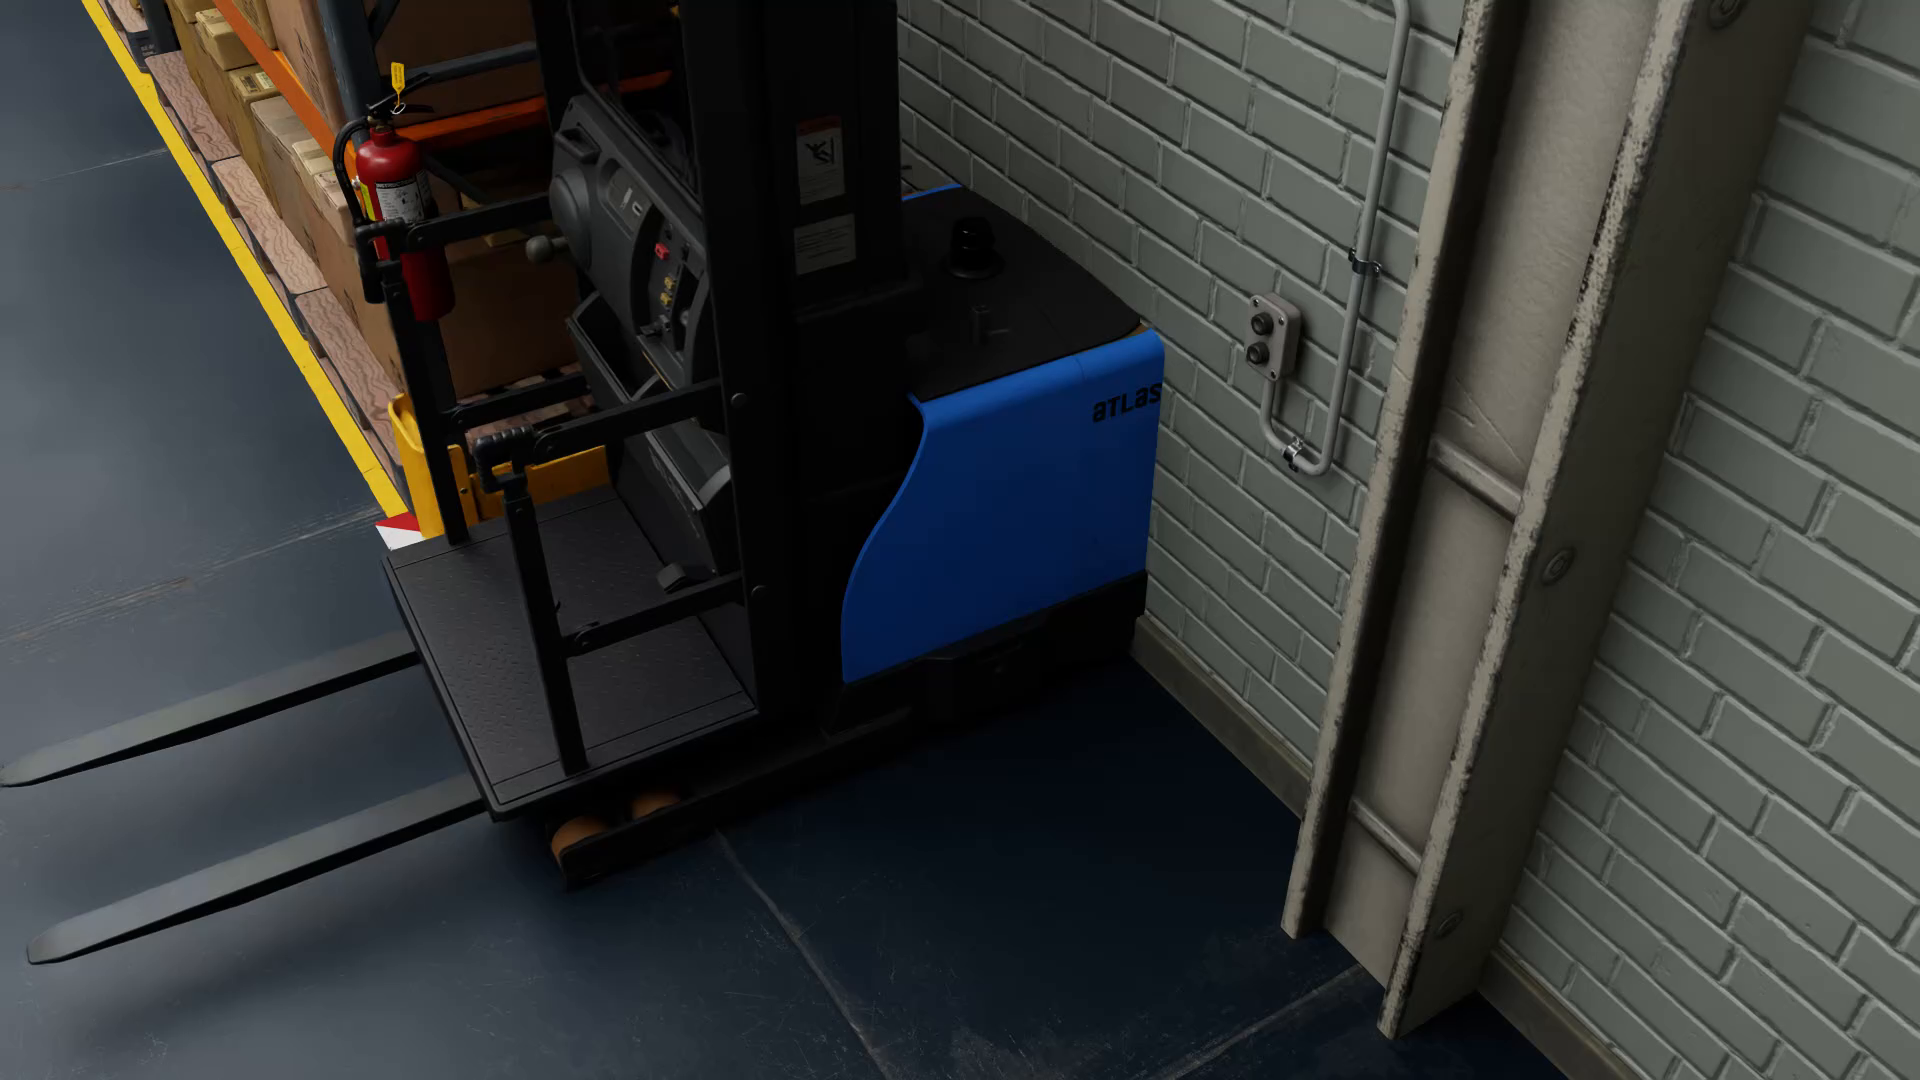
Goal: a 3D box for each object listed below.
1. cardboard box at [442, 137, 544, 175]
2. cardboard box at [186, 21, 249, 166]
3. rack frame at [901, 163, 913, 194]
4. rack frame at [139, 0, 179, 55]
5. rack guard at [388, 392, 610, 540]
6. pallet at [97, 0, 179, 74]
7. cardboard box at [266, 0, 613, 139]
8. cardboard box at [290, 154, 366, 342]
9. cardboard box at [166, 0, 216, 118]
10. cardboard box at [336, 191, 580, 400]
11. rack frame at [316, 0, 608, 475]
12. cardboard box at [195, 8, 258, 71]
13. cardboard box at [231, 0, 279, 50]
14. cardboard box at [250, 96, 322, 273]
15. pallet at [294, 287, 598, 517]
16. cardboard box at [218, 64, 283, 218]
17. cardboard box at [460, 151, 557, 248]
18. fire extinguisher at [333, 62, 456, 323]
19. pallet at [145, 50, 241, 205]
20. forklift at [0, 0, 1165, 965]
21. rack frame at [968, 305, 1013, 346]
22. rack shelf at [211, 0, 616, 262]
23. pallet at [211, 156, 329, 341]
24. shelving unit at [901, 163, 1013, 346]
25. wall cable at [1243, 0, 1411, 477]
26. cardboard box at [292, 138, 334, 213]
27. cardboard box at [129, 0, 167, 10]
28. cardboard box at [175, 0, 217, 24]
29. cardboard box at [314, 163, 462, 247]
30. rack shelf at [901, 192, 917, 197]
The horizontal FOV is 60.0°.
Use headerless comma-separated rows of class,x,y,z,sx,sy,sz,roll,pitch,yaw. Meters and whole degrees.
cardboard box,-1.654,-1.377,5.677,0.380,0.149,0.250,-22,45,-24
cardboard box,-2.724,-1.957,6.880,0.700,0.500,0.500,-23,45,-25
rack frame,-0.363,-0.682,5.193,0.500,1.125,0.032,-16,40,-30
rack frame,-3.307,-3.467,7.068,1.000,3.000,0.127,-22,45,-24
rack guard,-1.144,-0.335,5.262,1.175,0.500,0.348,-22,45,-24
pallet,-3.786,-2.787,8.429,1.003,0.211,1.213,-22,45,-24
cardboard box,-1.439,-1.695,4.707,0.980,0.700,0.700,-20,44,-23
cardboard box,-1.886,-1.123,5.879,0.700,0.500,0.500,-22,45,-25
cardboard box,-2.992,-2.229,7.207,0.700,0.500,0.500,-22,44,-24
cardboard box,-1.617,-0.853,5.555,0.700,0.500,0.500,-22,45,-24
rack frame,-1.156,-1.308,4.477,1.000,3.000,0.127,-22,45,-24
cardboard box,-2.680,-1.949,6.364,0.380,0.149,0.250,-23,45,-26
cardboard box,-1.840,-2.084,5.174,0.980,0.700,0.700,-23,45,-25
cardboard box,-2.157,-1.394,6.204,0.700,0.500,0.500,-24,45,-26
pallet,-1.652,-0.642,5.855,1.003,0.211,1.213,-22,45,-24
cardboard box,-2.450,-1.679,6.547,0.700,0.500,0.500,-21,44,-23
cardboard box,-1.381,-1.103,5.349,0.380,0.149,0.250,-22,45,-24
fire extinguisher,-1.464,-0.895,4.333,0.296,0.674,0.183,-22,45,-24
pallet,-2.964,-1.959,7.436,1.003,0.211,1.213,-22,45,-24
forklift,-0.942,-0.656,3.748,3.031,2.935,1.130,-20,44,-22
rack frame,0.191,-0.160,4.518,0.500,1.125,0.032,-16,40,-30
rack shelf,-2.232,-2.111,6.003,1.077,0.370,4.000,-22,45,-24
pallet,-2.304,-1.300,6.645,1.003,0.211,1.213,-22,45,-24
shelving unit,-0.086,-0.421,4.856,0.538,1.125,1.048,-16,40,-30
wall cable,0.330,-1.333,3.713,0.084,1.984,1.851,-22,45,-24
cardboard box,-1.978,-1.246,5.520,0.380,0.149,0.250,-21,44,-23
cardboard box,-3.766,-3.109,7.989,0.750,0.750,0.750,-22,44,-24
cardboard box,-2.961,-2.231,6.702,0.380,0.149,0.250,-21,44,-23
cardboard box,-1.840,-1.109,5.355,0.380,0.149,0.250,-23,45,-25
rack shelf,-0.059,-0.662,4.691,0.538,0.278,1.000,-16,40,-30
